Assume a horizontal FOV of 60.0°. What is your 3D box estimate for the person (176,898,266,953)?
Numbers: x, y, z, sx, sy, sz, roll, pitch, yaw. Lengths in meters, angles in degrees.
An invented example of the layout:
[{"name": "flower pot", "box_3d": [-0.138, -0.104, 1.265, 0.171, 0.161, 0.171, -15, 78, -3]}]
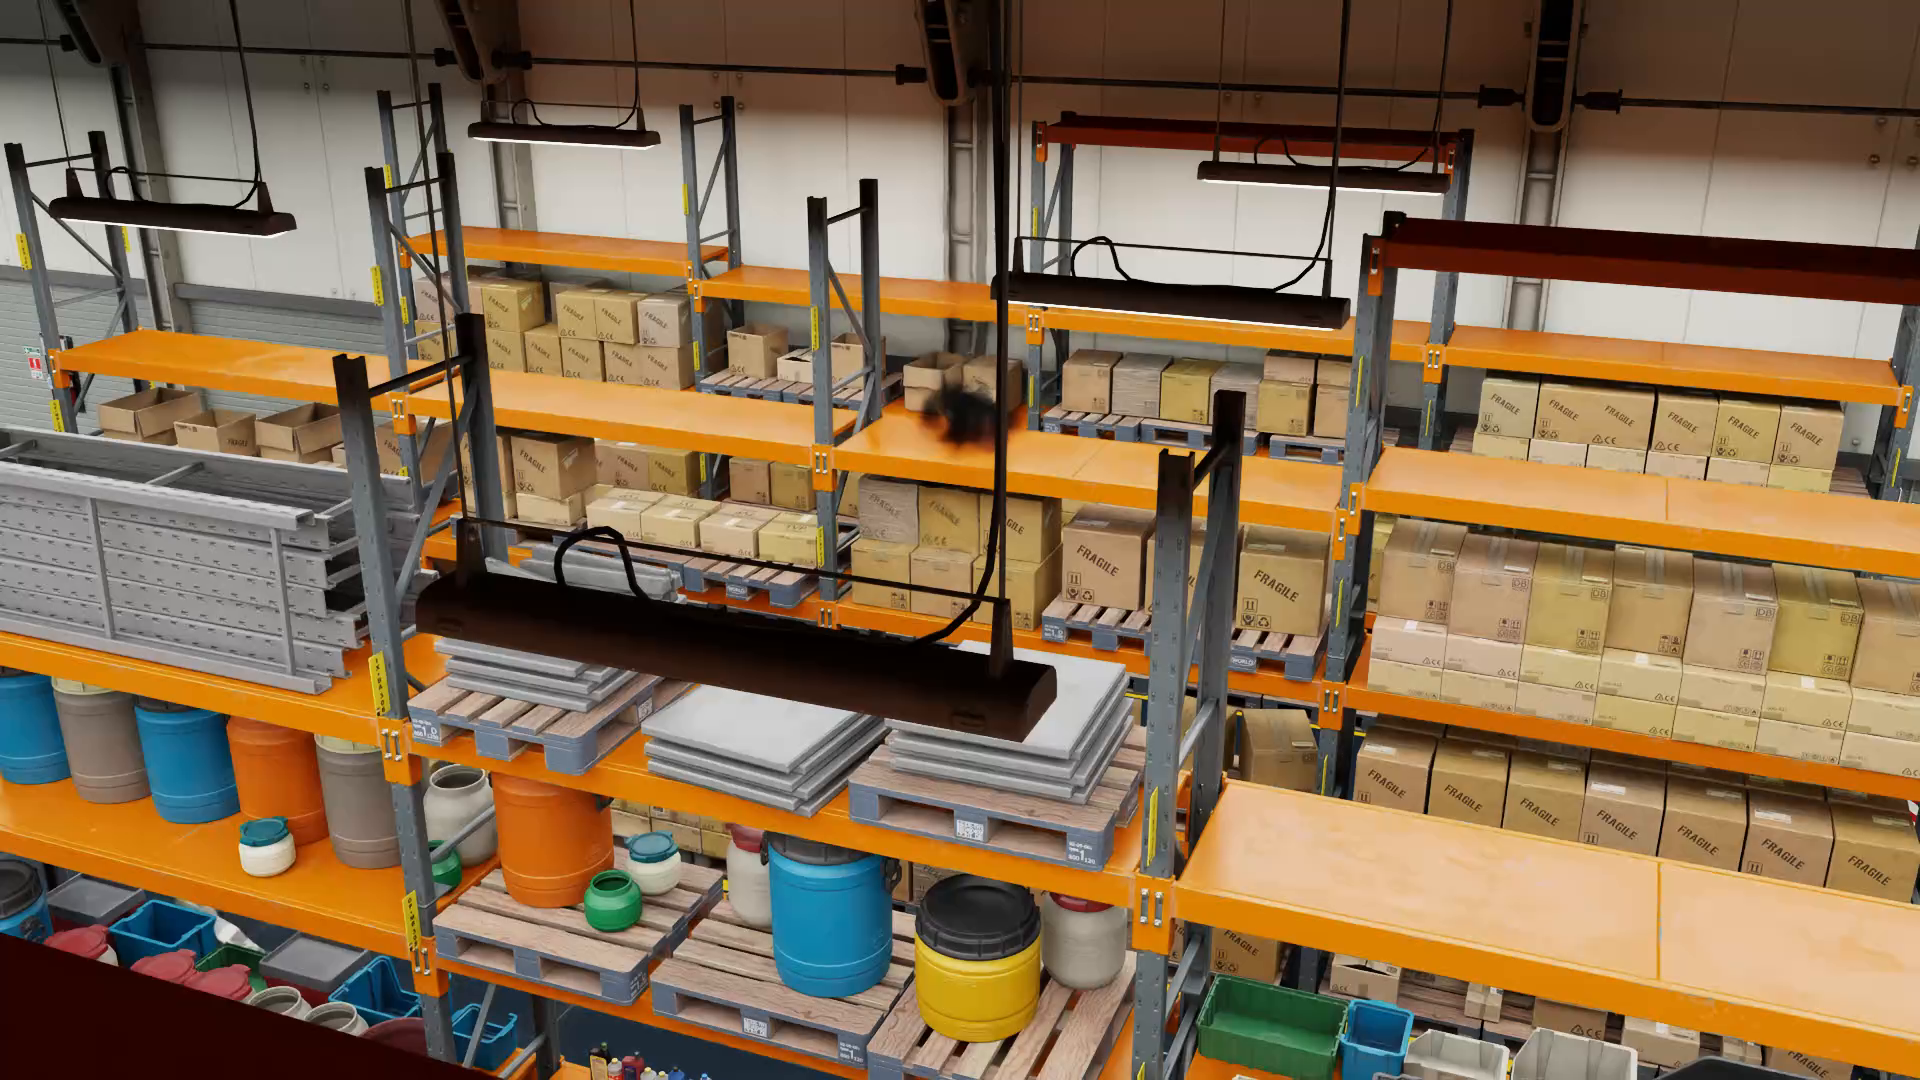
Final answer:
[{"name": "person", "box_3d": [-5.904, 2.677, 12.993, 0.996, 1.780, 0.670, 7, 22, 18]}]
